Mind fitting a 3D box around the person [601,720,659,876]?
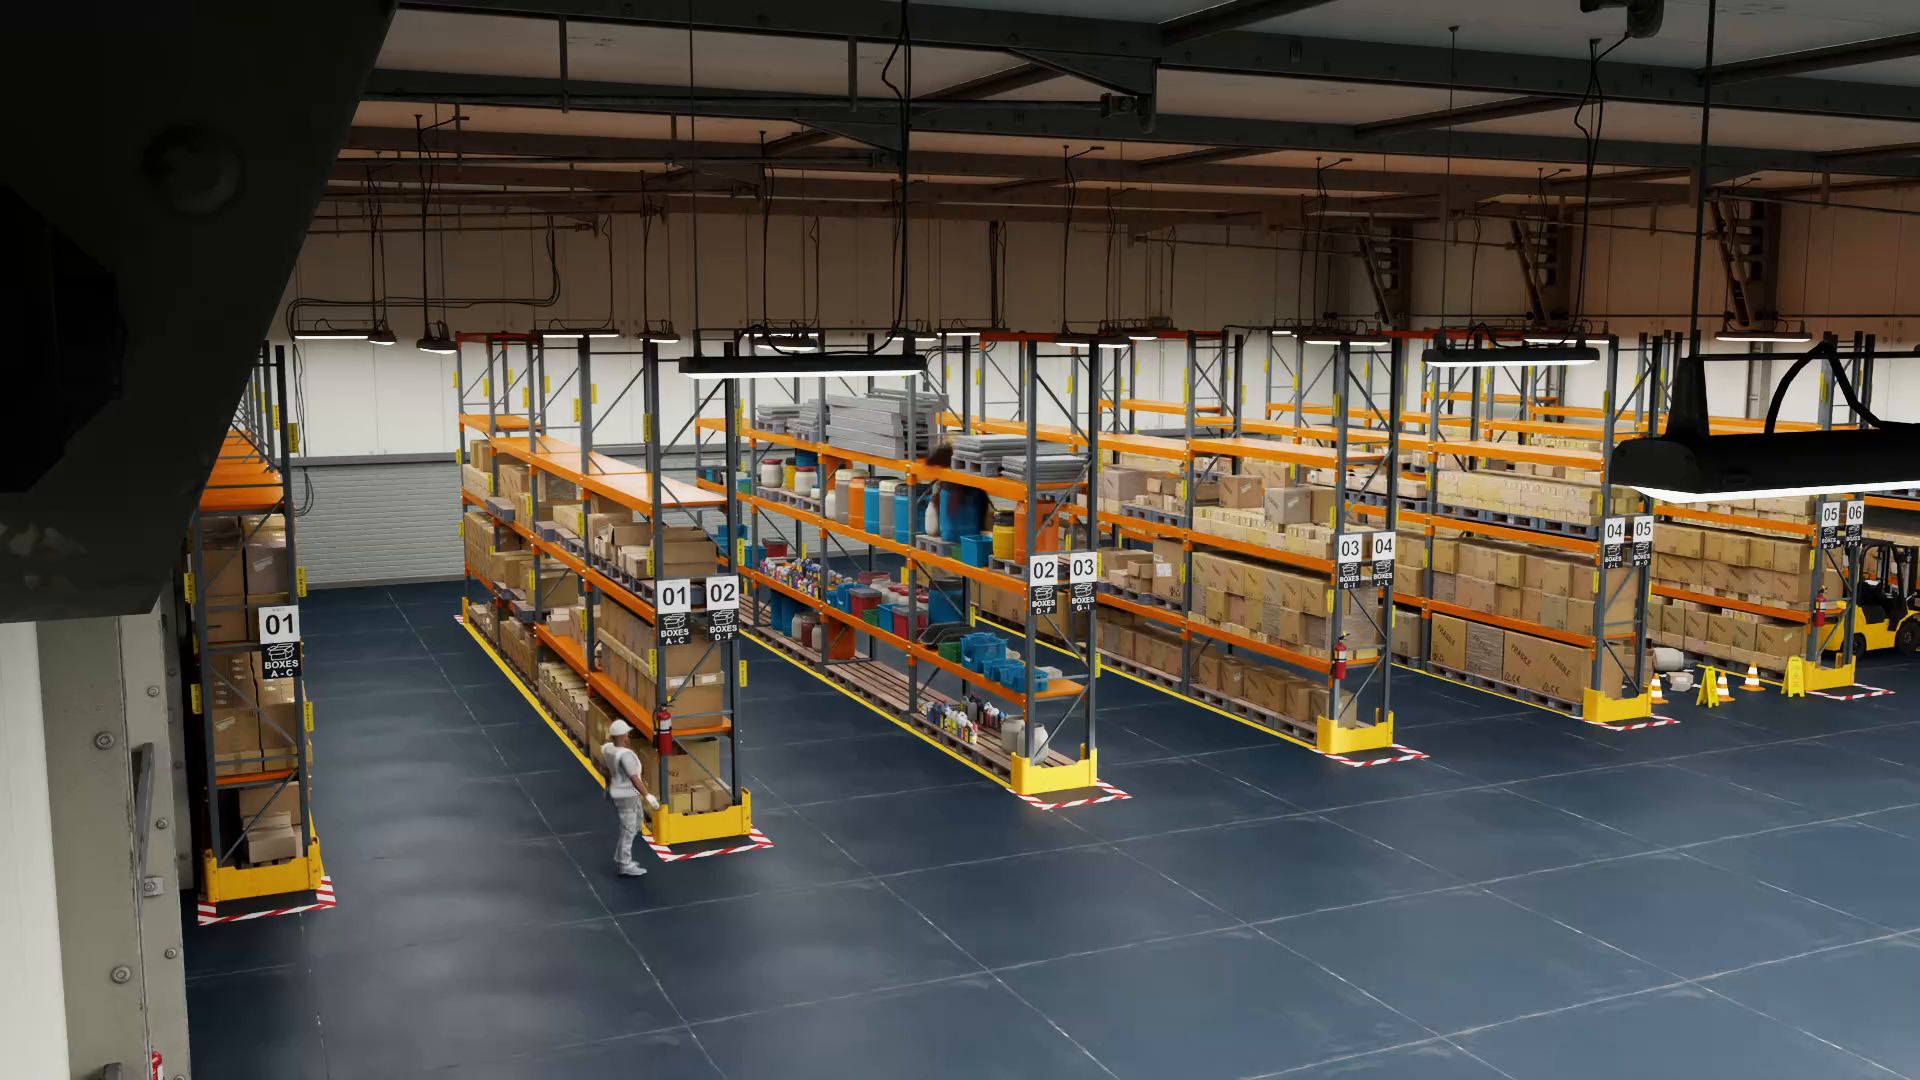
[{"bbox_3d":[-3.756,2.910,18.937,0.623,1.790,0.647,-2,8,-13],"label":"person"}]
